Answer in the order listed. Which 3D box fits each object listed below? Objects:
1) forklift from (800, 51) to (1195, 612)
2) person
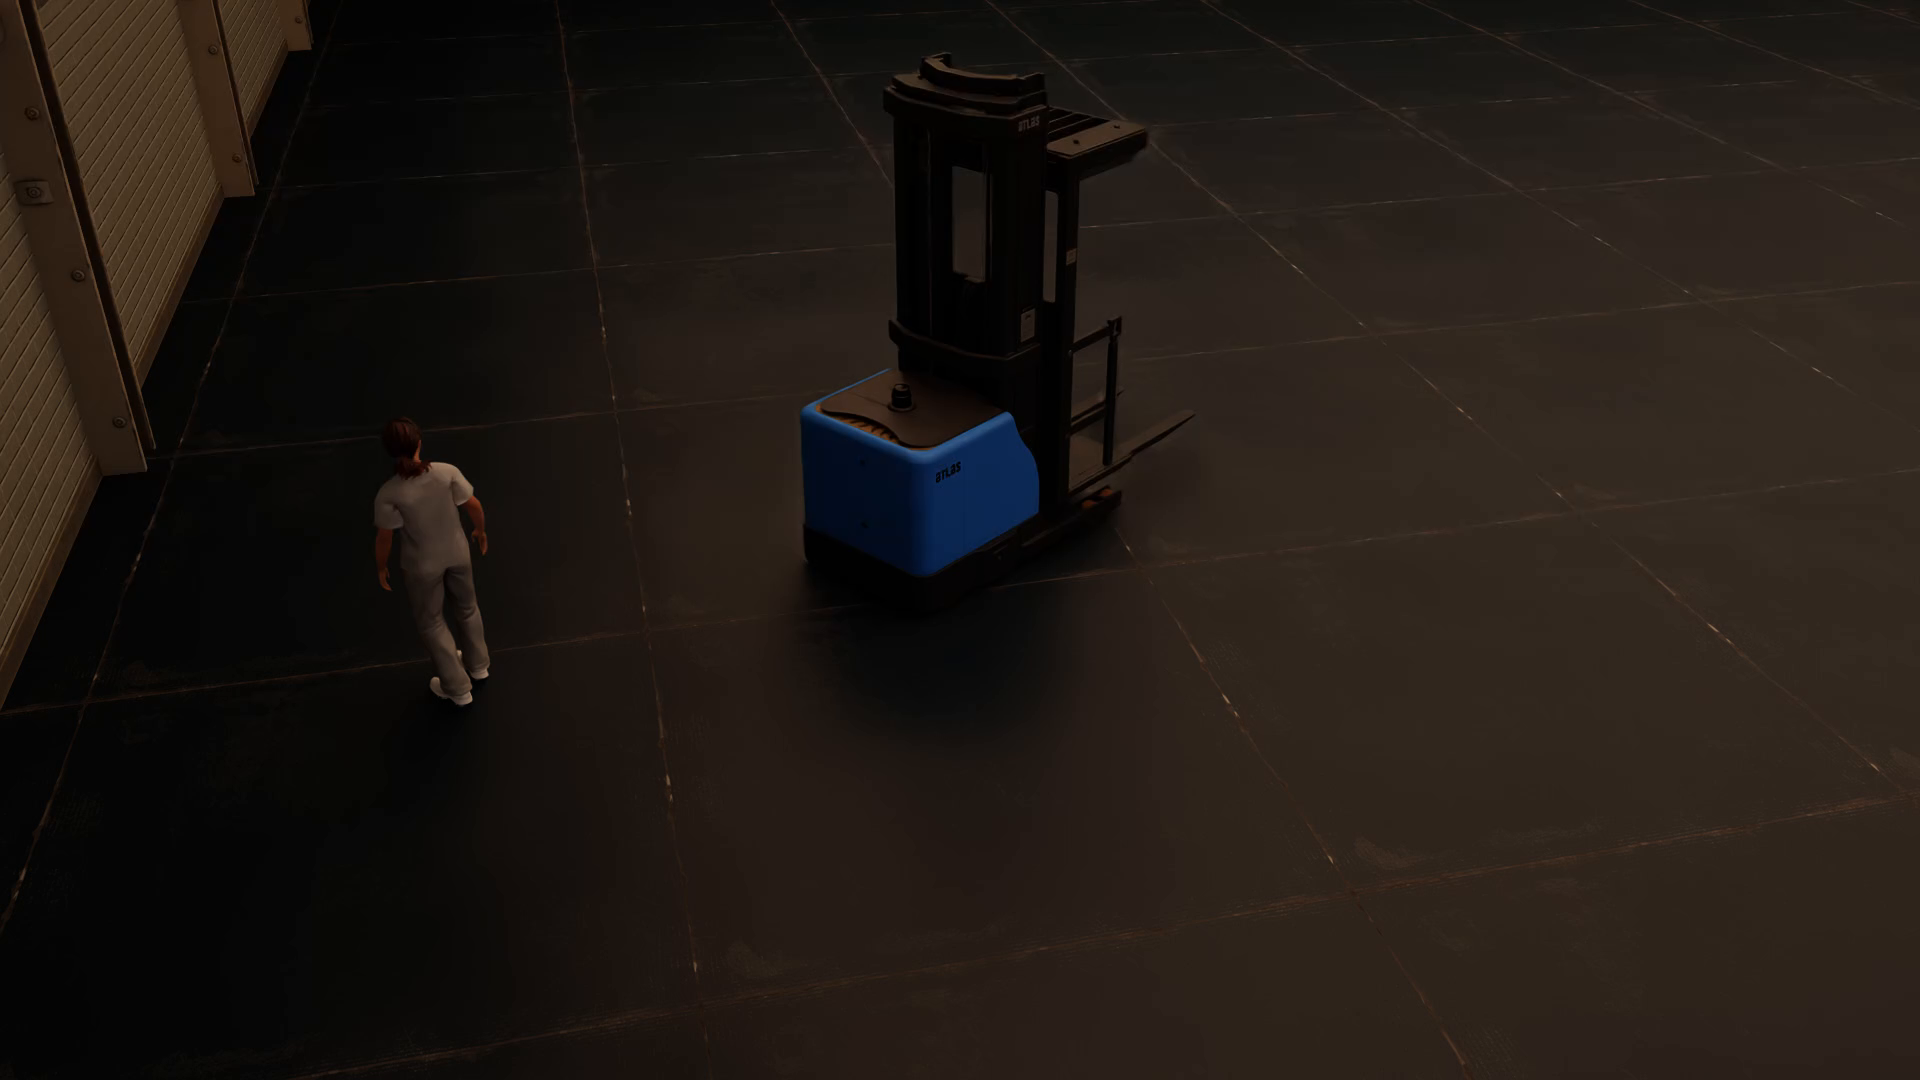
[{"bbox_3d":[0.395,-1.508,10.179,1.130,2.935,3.031,24,38,35],"label":"forklift"},{"bbox_3d":[-2.773,0.082,8.692,0.606,1.671,0.507,-23,37,-34],"label":"person"}]
